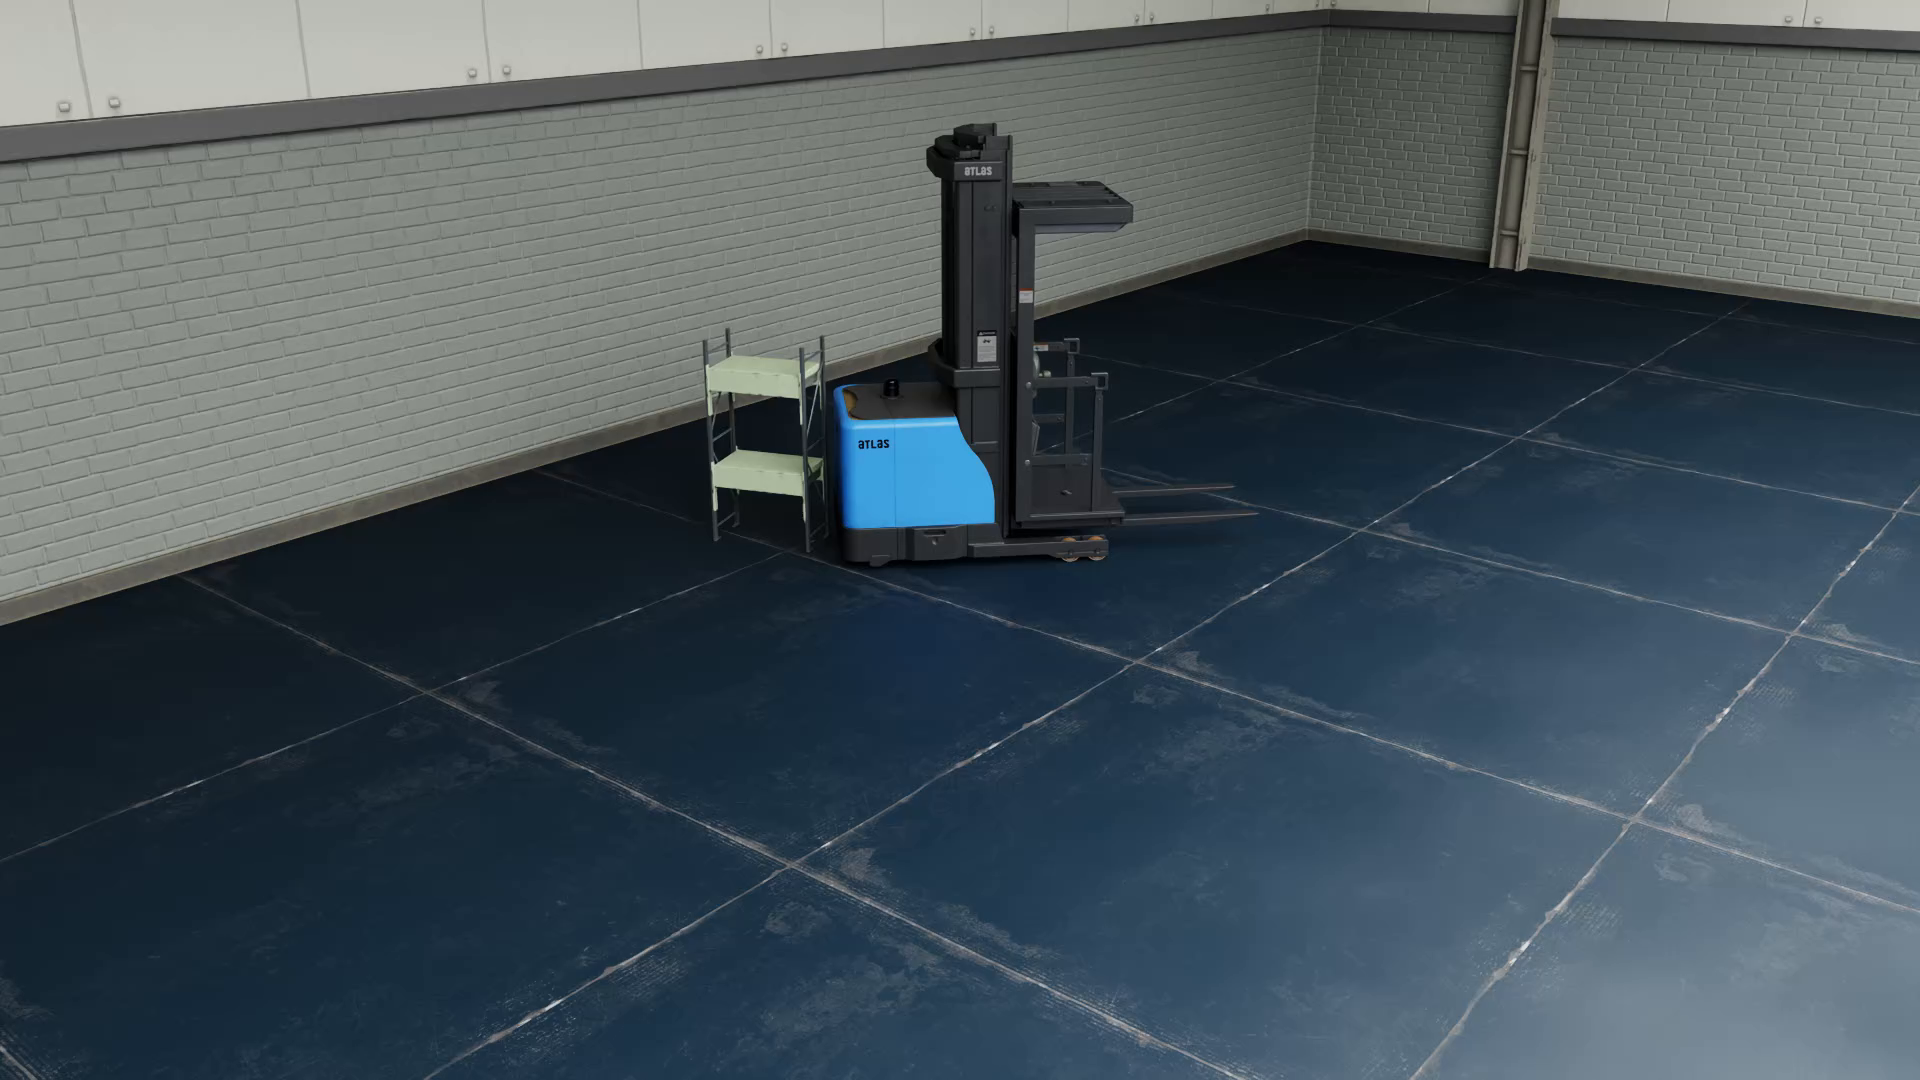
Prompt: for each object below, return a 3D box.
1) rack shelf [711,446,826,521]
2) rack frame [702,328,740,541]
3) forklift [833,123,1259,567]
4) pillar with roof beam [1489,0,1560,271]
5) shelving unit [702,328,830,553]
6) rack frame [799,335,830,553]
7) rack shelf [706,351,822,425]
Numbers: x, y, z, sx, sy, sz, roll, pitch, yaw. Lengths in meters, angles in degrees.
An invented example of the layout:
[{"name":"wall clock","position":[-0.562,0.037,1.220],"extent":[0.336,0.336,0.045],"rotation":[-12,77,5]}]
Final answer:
[{"name":"rack shelf","position":[-1.380,-0.415,12.066],"extent":[0.720,0.370,0.431],"rotation":[7,22,17]},{"name":"rack frame","position":[-1.728,-0.760,12.057],"extent":[0.023,1.500,0.400],"rotation":[7,22,17]},{"name":"forklift","position":[0.622,-1.400,11.728],"extent":[3.031,2.935,1.130],"rotation":[-3,21,-7]},{"name":"pillar with roof beam","position":[4.371,-6.558,16.806],"extent":[0.400,9.000,9.100],"rotation":[16,26,36]},{"name":"shelving unit","position":[-1.380,-0.720,11.951],"extent":[0.755,1.500,0.431],"rotation":[7,22,17]},{"name":"rack frame","position":[-1.032,-0.680,11.845],"extent":[0.023,1.500,0.400],"rotation":[7,22,17]},{"name":"rack shelf","position":[-1.380,-1.085,11.813],"extent":[0.720,0.370,0.431],"rotation":[7,22,17]}]
